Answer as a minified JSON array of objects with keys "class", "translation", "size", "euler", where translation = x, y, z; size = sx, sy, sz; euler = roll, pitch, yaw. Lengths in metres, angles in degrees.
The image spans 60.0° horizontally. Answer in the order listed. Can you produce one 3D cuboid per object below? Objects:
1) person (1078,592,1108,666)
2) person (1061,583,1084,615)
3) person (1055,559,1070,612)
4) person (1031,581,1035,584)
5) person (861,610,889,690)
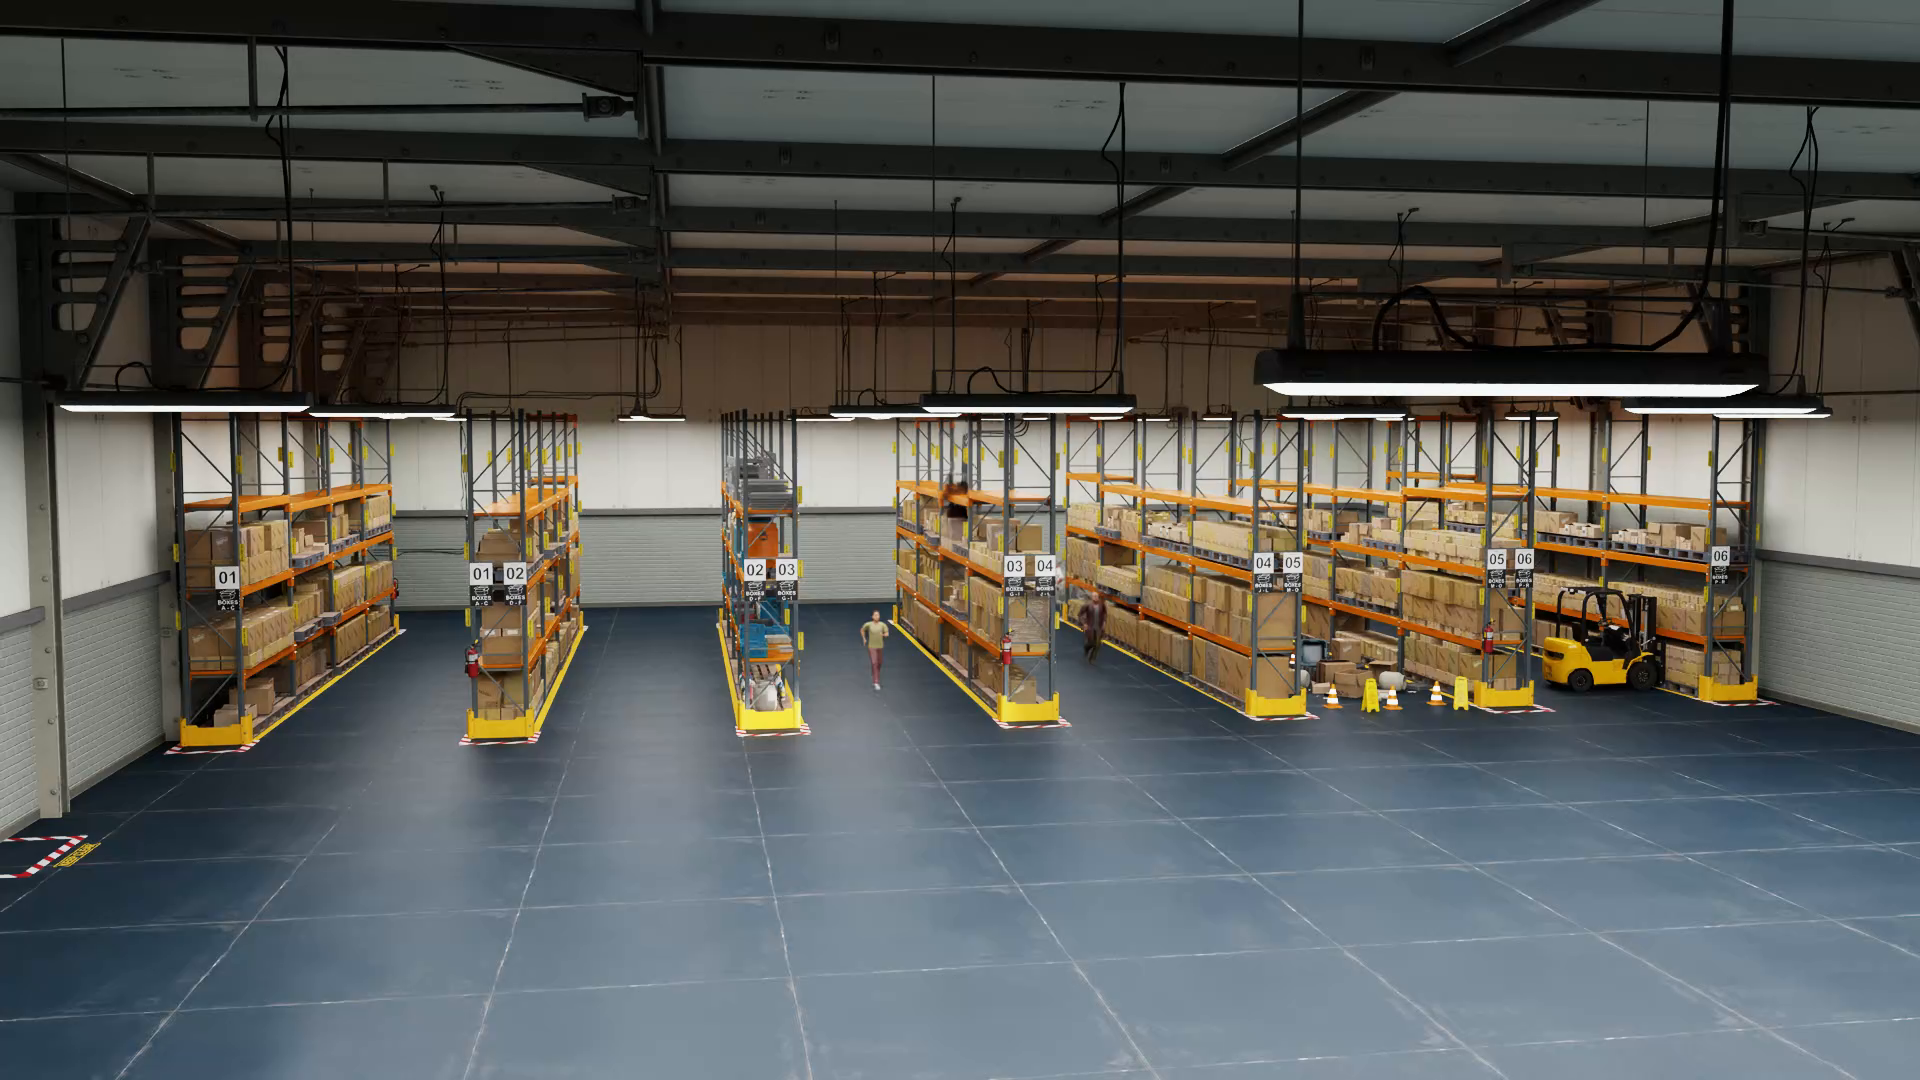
[{"class":"person","translation":[3.175,2.146,39.593],"size":[0.735,1.657,0.680],"euler":[-1,4,-16]},{"class":"person","translation":[3.460,1.356,49.864],"size":[0.953,1.786,0.705],"euler":[-2,4,-25]},{"class":"person","translation":[2.903,1.422,49.574],"size":[0.718,1.739,0.704],"euler":[0,4,-5]},{"class":"person","translation":[2.223,1.637,46.692],"size":[0.562,1.663,0.571],"euler":[-1,4,-11]},{"class":"person","translation":[-1.819,2.348,36.051],"size":[0.568,1.678,0.940],"euler":[-1,4,-19]}]
